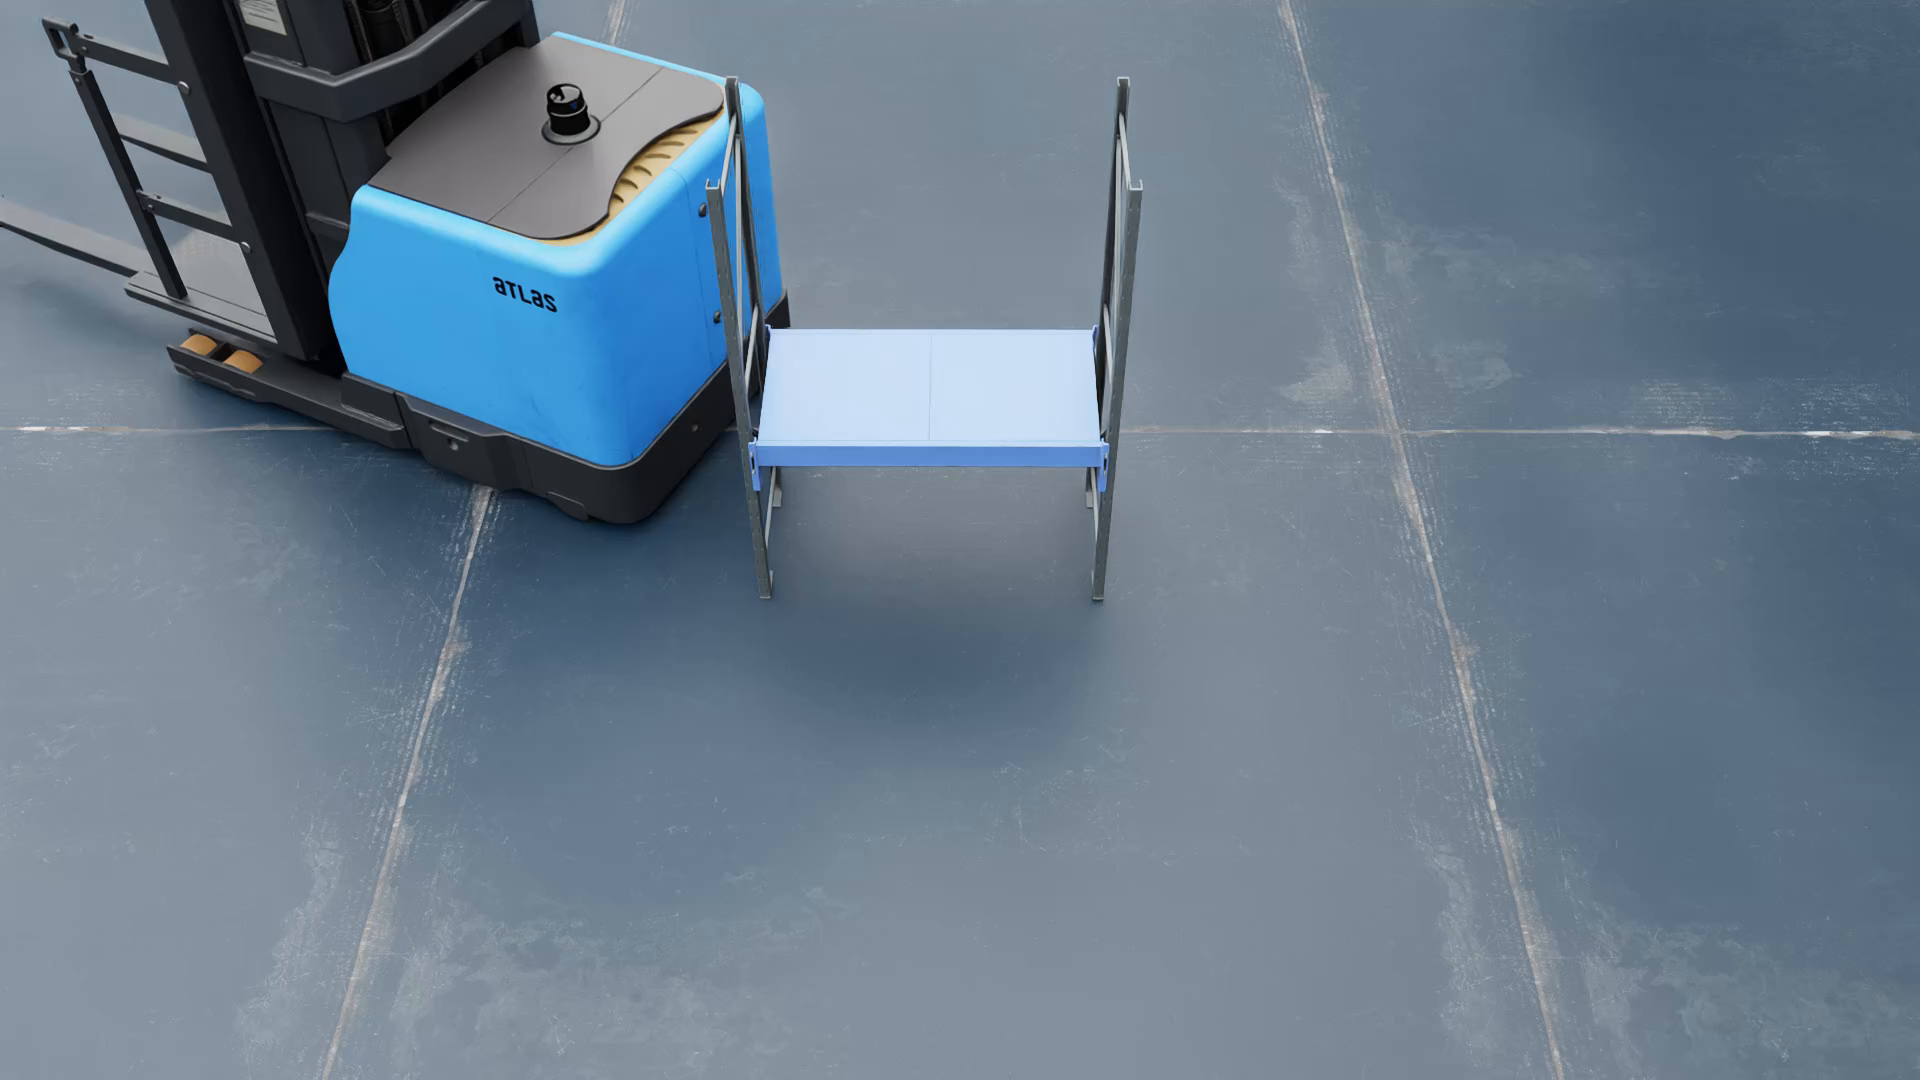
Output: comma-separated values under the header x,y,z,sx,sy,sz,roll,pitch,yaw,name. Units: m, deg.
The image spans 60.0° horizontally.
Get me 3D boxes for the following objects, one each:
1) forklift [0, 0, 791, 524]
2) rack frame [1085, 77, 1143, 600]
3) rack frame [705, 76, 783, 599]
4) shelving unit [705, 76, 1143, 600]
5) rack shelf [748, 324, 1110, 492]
x,y,z,sx,sy,sz,roll,pitch,yaw,name
-2.138,-1.806,4.929,3.031,2.935,1.130,20,50,17,forklift
0.423,-0.510,4.700,0.032,1.500,0.500,0,47,0,rack frame
-0.594,-0.513,4.703,0.032,1.500,0.500,0,47,0,rack frame
-0.085,-0.511,4.701,1.048,1.500,0.538,0,47,0,shelving unit
-0.085,-0.389,4.833,1.000,0.185,0.538,0,47,0,rack shelf
